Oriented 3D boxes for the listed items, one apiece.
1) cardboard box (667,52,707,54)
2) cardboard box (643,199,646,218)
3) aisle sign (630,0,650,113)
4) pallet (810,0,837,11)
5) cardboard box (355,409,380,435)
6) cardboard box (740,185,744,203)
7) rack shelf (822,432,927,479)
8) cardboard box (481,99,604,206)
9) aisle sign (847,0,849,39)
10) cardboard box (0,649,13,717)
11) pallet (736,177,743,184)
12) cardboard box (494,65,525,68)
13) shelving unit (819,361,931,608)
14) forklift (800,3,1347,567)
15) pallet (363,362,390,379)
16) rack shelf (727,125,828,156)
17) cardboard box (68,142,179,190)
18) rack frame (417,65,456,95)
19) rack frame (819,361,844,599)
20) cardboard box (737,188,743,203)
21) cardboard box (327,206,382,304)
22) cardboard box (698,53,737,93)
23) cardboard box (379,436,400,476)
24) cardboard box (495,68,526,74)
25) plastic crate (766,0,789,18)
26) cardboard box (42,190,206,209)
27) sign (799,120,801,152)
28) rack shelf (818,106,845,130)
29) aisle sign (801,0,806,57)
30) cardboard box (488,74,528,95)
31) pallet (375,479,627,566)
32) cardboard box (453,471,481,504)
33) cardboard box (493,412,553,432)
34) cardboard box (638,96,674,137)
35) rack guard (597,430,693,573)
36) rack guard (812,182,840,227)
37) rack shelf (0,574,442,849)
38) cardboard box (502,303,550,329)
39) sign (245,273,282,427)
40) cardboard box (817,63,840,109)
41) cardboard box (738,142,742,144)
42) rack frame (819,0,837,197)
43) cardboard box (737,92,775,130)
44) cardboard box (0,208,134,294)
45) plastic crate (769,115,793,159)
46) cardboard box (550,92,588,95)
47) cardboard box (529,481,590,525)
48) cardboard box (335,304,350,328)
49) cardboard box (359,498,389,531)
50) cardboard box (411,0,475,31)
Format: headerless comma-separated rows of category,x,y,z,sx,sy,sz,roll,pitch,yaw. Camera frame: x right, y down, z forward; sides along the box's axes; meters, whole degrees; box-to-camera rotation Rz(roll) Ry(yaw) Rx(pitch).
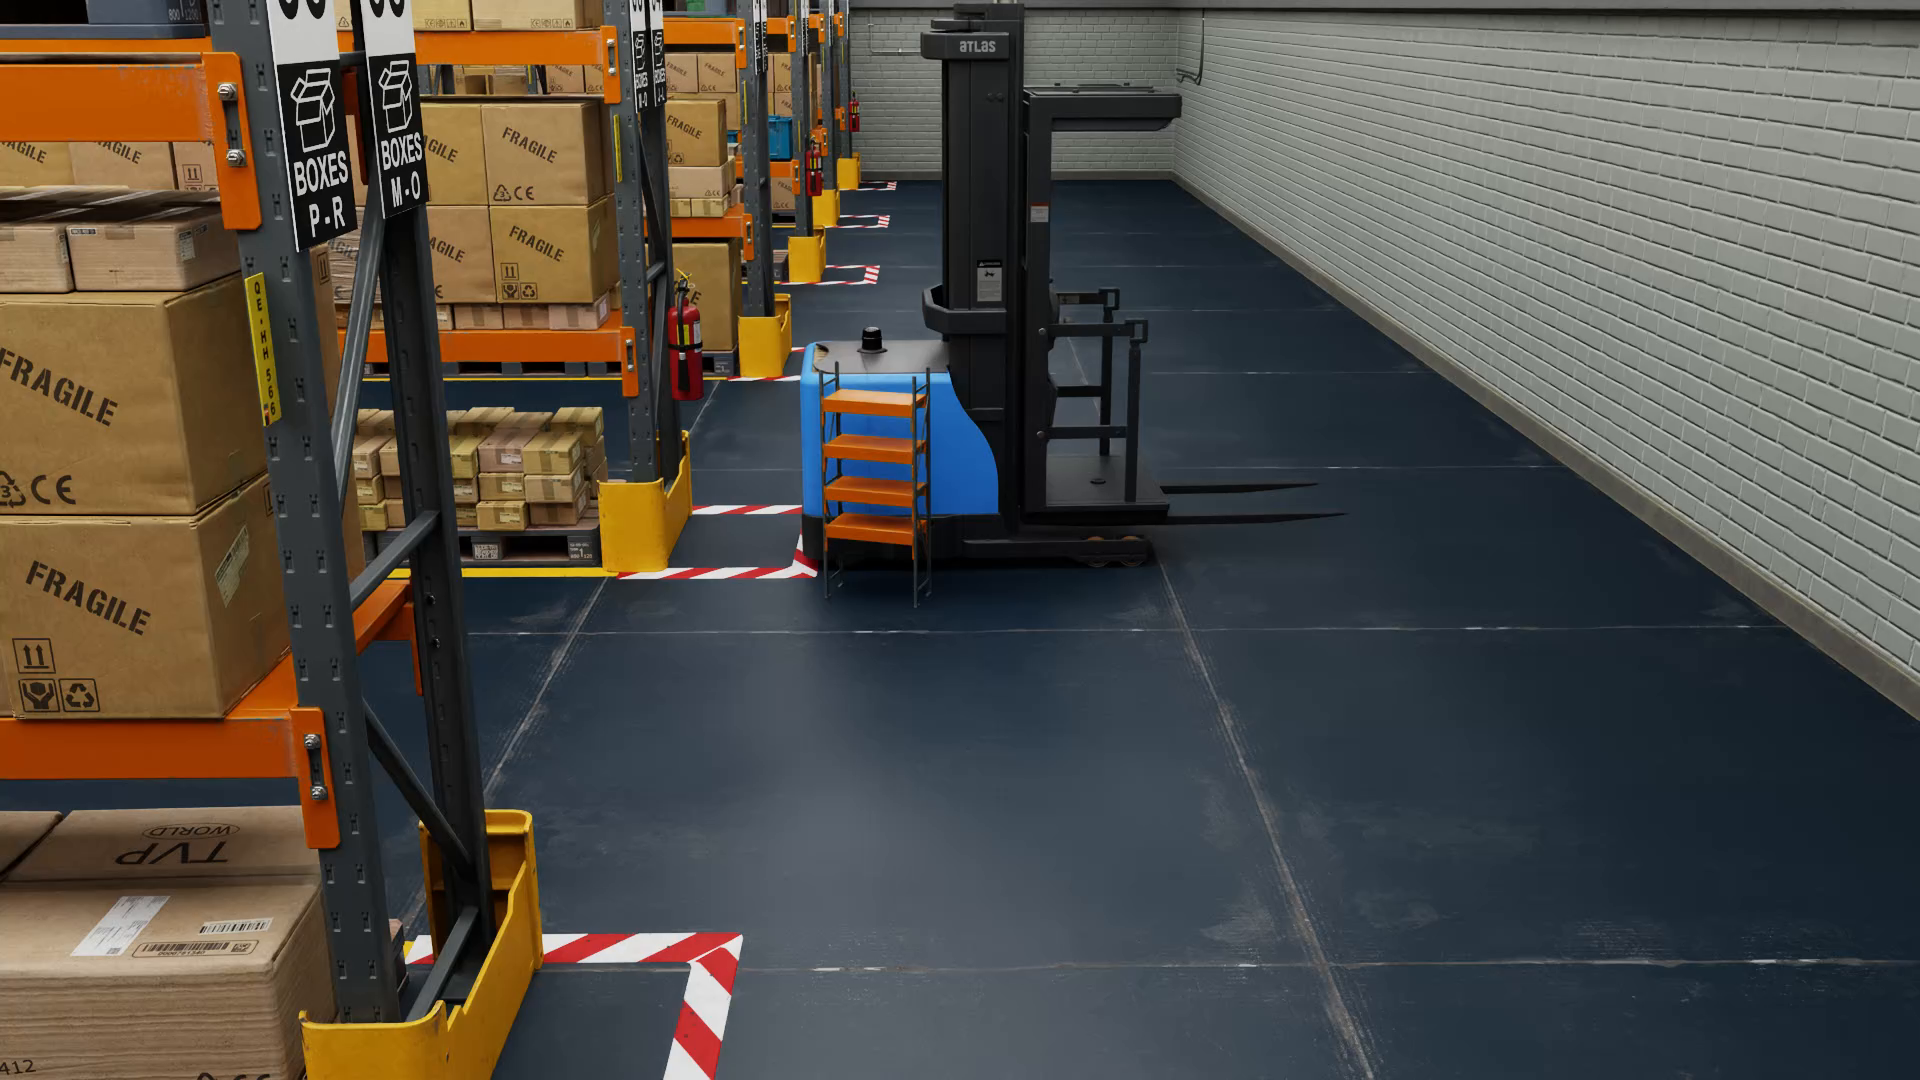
cardboard box,-3.813,-6.566,23.305,0.500,0.500,0.500,0,18,-1
cardboard box,-2.545,-2.722,13.535,0.250,0.149,0.380,0,18,-1
aisle sign,-1.627,-2.578,8.418,0.004,0.787,0.394,0,18,-1
pallet,-2.658,-8.865,27.506,1.213,0.211,1.003,0,18,-1
cardboard box,-3.549,-0.646,9.657,0.250,0.149,0.380,0,18,0
cardboard box,-2.883,-4.954,23.863,0.500,0.250,0.500,0,18,-1
rack shelf,-0.425,-0.430,8.412,0.480,0.148,0.258,5,19,16
cardboard box,-2.158,-2.019,8.643,0.500,0.500,0.500,-1,18,-2
aisle sign,-1.840,-8.632,27.290,0.004,0.787,0.394,0,18,-1
cardboard box,-2.506,0.113,4.121,0.500,0.500,0.500,-1,18,-2
pallet,-3.932,-6.125,28.295,1.213,0.211,1.003,0,18,-1
cardboard box,-7.400,-7.940,27.476,0.500,0.250,0.500,0,18,0
shelving unit,-0.425,-0.281,8.460,0.503,1.200,0.258,5,19,16
forklift,0.629,-1.407,9.135,3.031,2.935,1.130,-1,18,-3
pallet,-4.920,-1.580,14.126,1.213,0.211,1.003,0,18,-1
rack shelf,-3.834,-5.620,23.335,4.000,0.370,1.077,0,18,-1
cardboard box,-4.227,-2.006,8.601,0.500,0.500,0.500,0,18,0
rack frame,-5.760,-4.440,18.479,0.127,3.000,1.000,0,18,-1
rack frame,-0.658,-0.303,8.529,0.015,1.200,0.240,5,19,16
cardboard box,-3.325,-4.799,23.380,0.500,0.250,0.500,0,18,-1
cardboard box,-3.172,-1.534,8.768,0.500,0.500,0.500,0,18,-1
cardboard box,-3.299,-6.404,22.798,0.500,0.500,0.500,0,18,1
cardboard box,-2.999,-0.472,9.113,0.250,0.149,0.380,-1,18,-3
cardboard box,-7.386,-7.580,27.584,0.500,0.500,0.500,0,18,-1
plastic crate,-2.149,-5.909,18.361,0.590,0.269,0.497,0,18,-1
cardboard box,-2.146,-0.813,4.308,0.250,0.149,0.380,0,18,0
sign,-1.735,-4.369,17.991,0.005,0.325,0.100,0,18,-1
rack shelf,-3.916,-7.133,28.051,4.000,0.370,1.077,0,18,-1
aisle sign,-1.683,-5.608,17.864,0.004,0.787,0.394,0,18,-1
cardboard box,-6.311,-6.267,23.322,0.500,0.500,0.700,-6,19,-19
pallet,-2.593,-0.110,9.546,1.213,0.211,1.003,0,18,-1
cardboard box,-2.747,-0.323,9.136,0.250,0.149,0.380,-1,18,-3
cardboard box,-2.508,-0.621,9.577,0.250,0.149,0.380,0,18,0
cardboard box,-2.666,-3.452,13.929,0.500,0.500,0.500,-1,18,-2
rack guard,-1.781,-0.241,9.480,0.348,0.500,1.175,0,18,-1
rack guard,-1.911,-4.782,23.636,0.348,0.500,1.175,0,18,-1
rack shelf,-3.525,0.432,4.468,4.000,0.370,1.077,0,18,-1
cardboard box,-2.275,-1.234,8.896,0.250,0.149,0.380,0,18,-1
sign,-1.531,-0.419,3.658,0.005,0.325,0.100,0,18,-1
cardboard box,-2.426,-7.623,27.909,0.700,0.700,0.980,1,18,2
cardboard box,-3.761,-6.825,28.256,0.250,0.149,0.380,0,18,0
rack frame,-1.835,-5.973,23.255,0.127,3.000,1.000,0,18,-1
cardboard box,-2.797,-5.931,22.963,0.500,0.500,0.500,0,18,0
cardboard box,-2.135,-0.681,3.899,0.250,0.149,0.380,0,18,0
plastic crate,-2.092,-4.446,18.342,0.499,0.435,0.616,0,18,-1
cardboard box,-5.320,-5.920,22.928,0.500,0.500,0.500,0,18,1
cardboard box,-2.228,-0.208,9.265,0.250,0.149,0.380,0,18,0
cardboard box,-3.316,-1.245,8.929,0.250,0.149,0.380,-1,18,-3
cardboard box,-3.249,-0.175,9.163,0.250,0.149,0.380,-1,18,-3
cardboard box,-2.665,-2.701,8.391,0.500,0.250,0.500,0,18,-1
